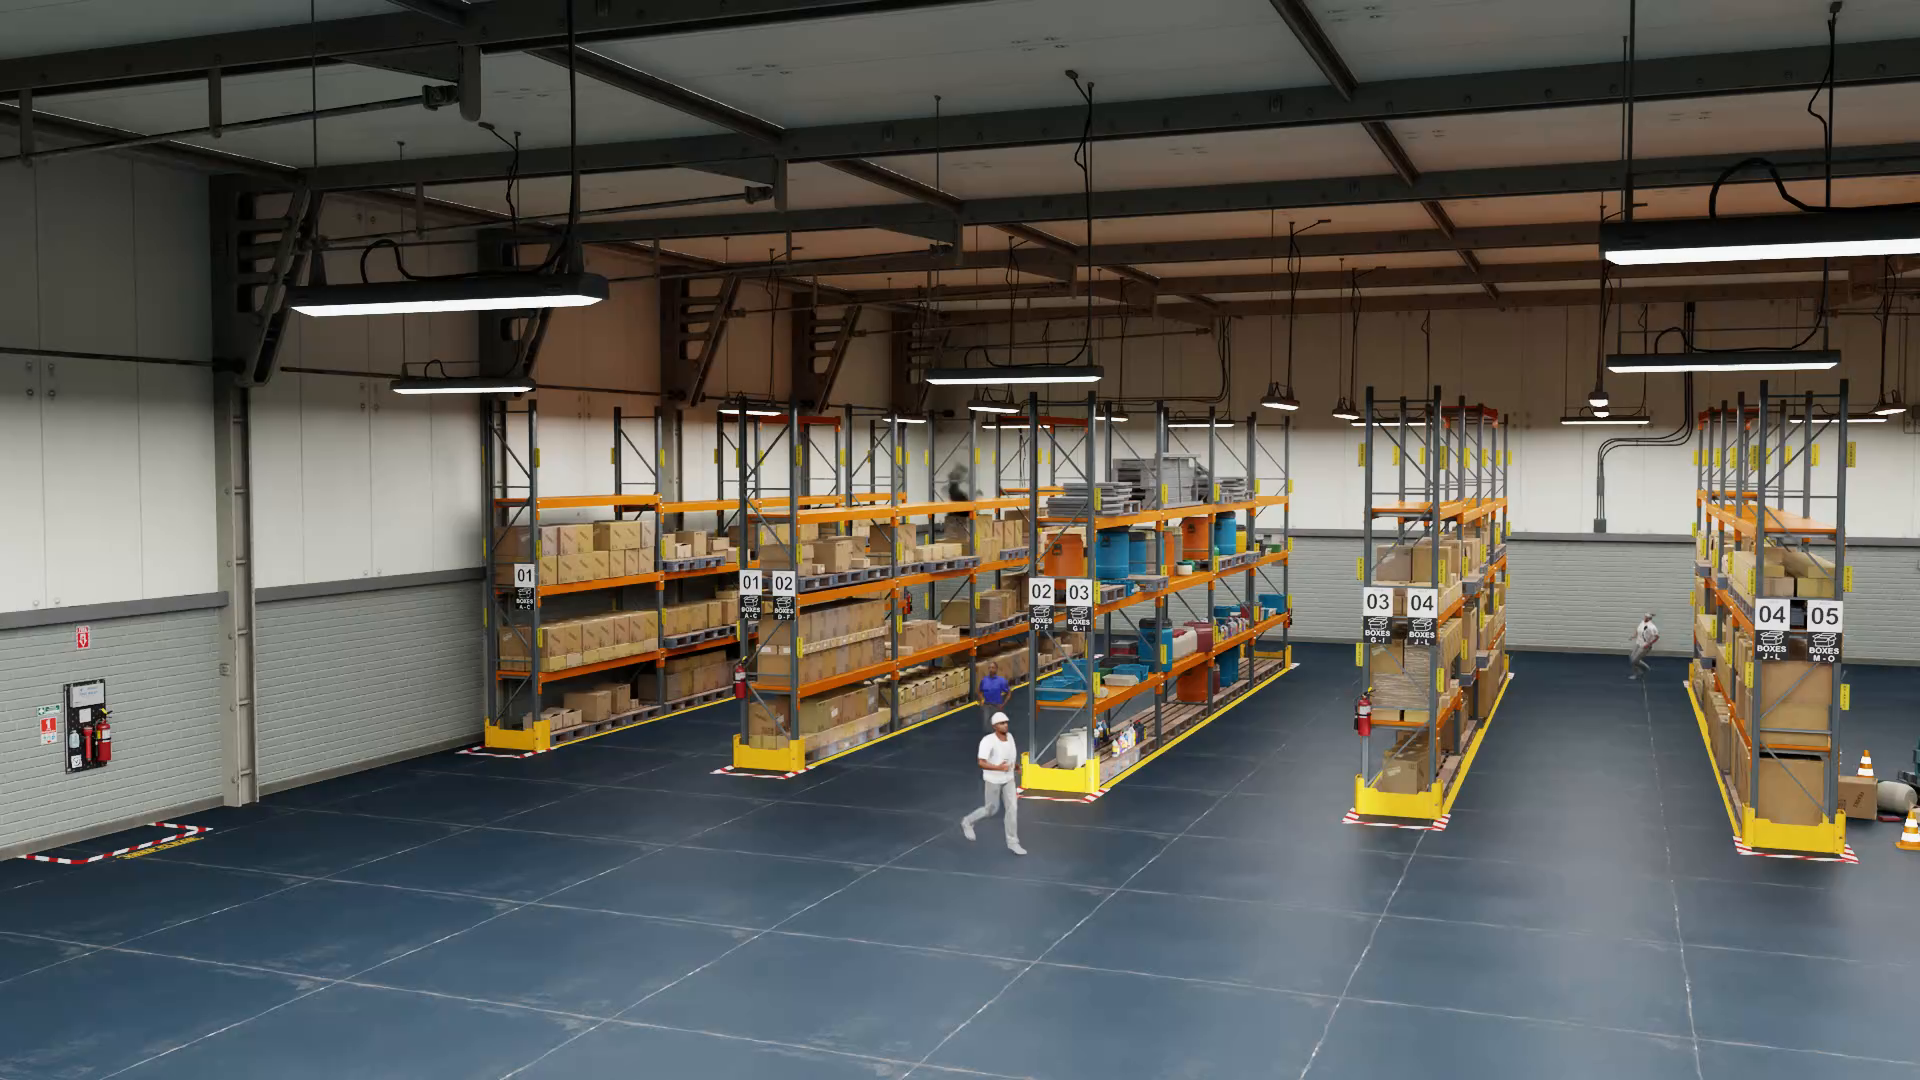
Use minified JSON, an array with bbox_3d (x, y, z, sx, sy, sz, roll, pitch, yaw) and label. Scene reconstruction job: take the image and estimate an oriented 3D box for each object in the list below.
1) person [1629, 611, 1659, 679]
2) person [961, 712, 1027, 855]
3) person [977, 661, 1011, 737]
[{"bbox_3d":[15.361,2.369,37.393,0.477,1.597,0.663,-1,3,-15],"label":"person"},{"bbox_3d":[0.470,3.071,21.216,0.710,1.771,0.975,-3,4,-43],"label":"person"},{"bbox_3d":[0.561,2.821,27.724,0.598,1.607,0.719,1,3,17],"label":"person"}]
